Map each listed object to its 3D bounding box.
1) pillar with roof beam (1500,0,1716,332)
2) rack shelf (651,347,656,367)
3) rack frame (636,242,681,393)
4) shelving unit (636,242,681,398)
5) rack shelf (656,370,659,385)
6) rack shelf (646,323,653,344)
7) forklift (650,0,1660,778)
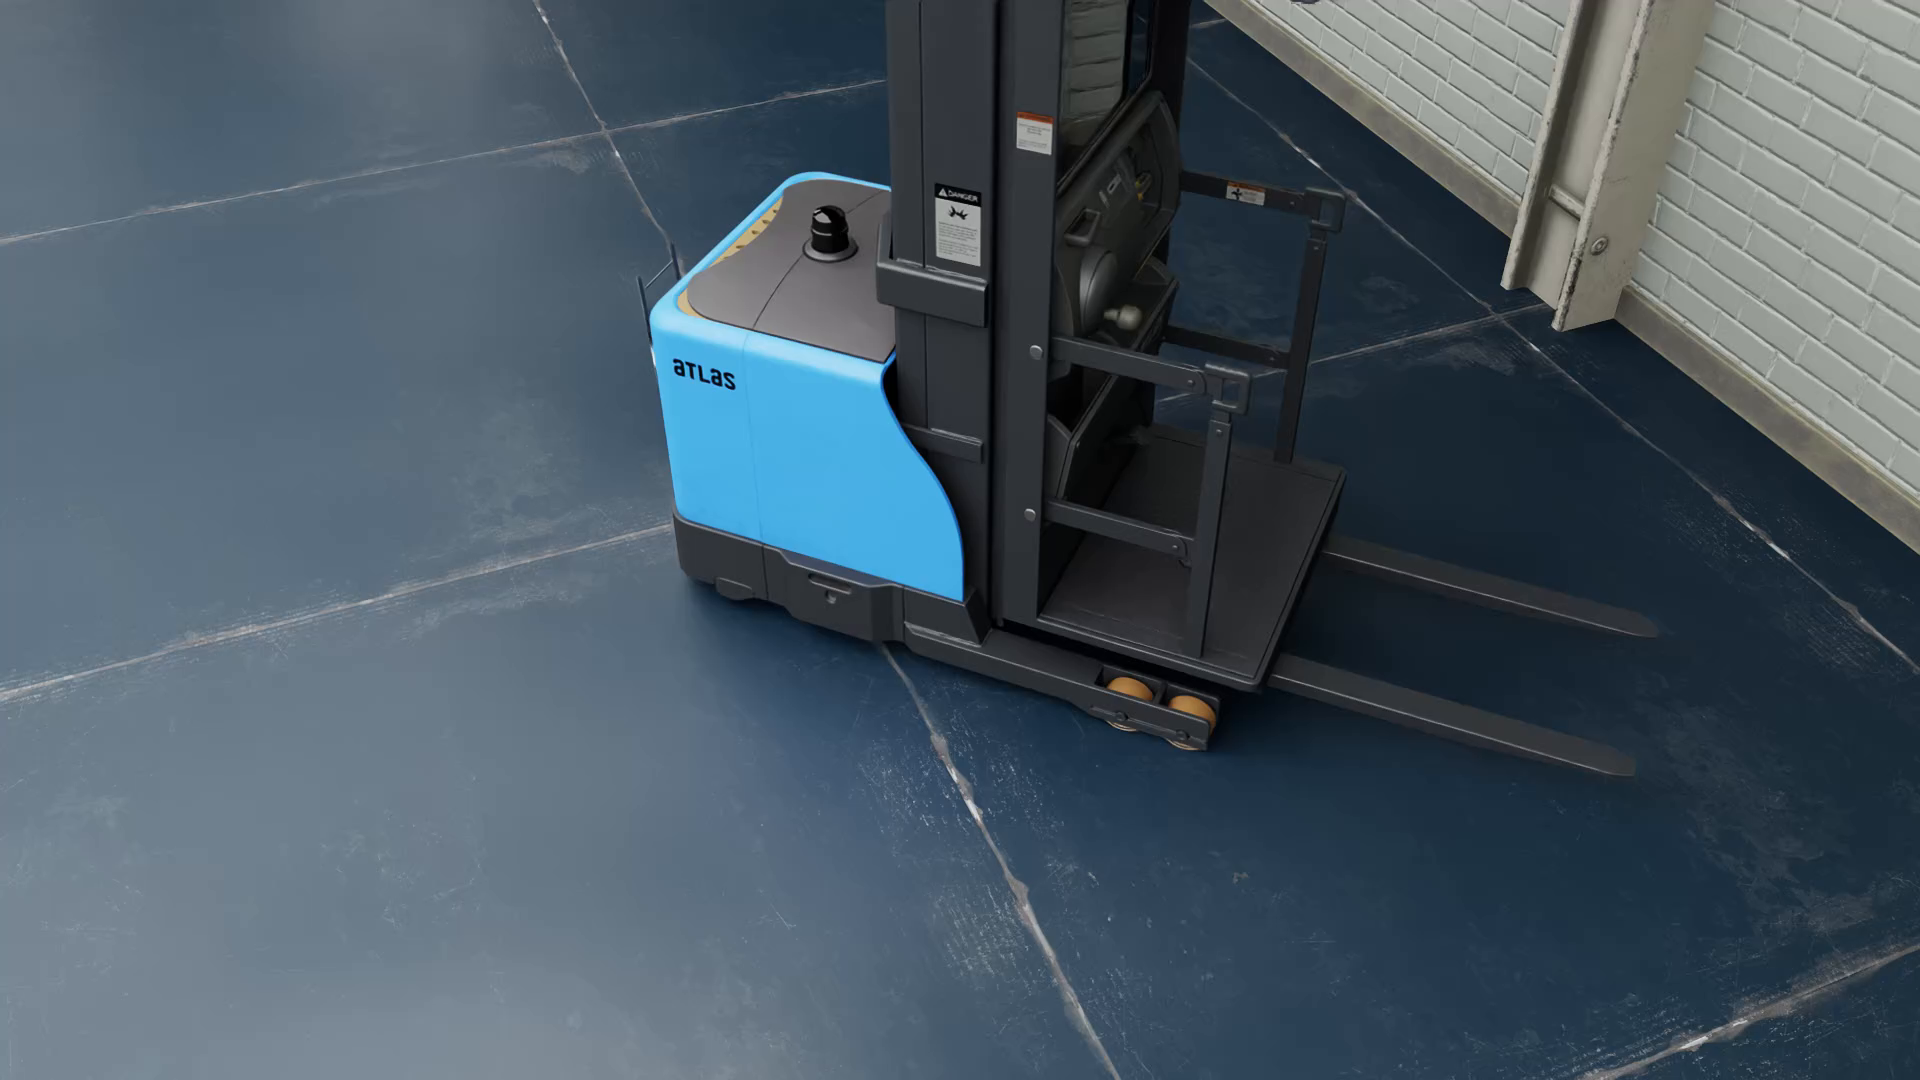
[{"bbox_3d":[-1.487,-3.337,2.729,9.100,9.000,0.400,-15,43,-17],"label":"pillar with roof beam"},{"bbox_3d":[-0.886,-0.664,5.599,0.200,0.077,0.258,12,42,18],"label":"rack shelf"},{"bbox_3d":[-0.973,-0.571,5.724,0.006,0.900,0.240,12,42,18],"label":"rack frame"},{"bbox_3d":[-0.878,-0.551,5.692,0.210,0.900,0.258,12,42,18],"label":"shelving unit"},{"bbox_3d":[-0.881,-0.595,5.656,0.200,0.077,0.258,12,42,18],"label":"rack shelf"},{"bbox_3d":[-0.891,-0.733,5.542,0.200,0.077,0.258,12,42,18],"label":"rack shelf"},{"bbox_3d":[0.627,-0.875,4.519,3.031,2.935,1.130,16,43,18],"label":"forklift"}]
